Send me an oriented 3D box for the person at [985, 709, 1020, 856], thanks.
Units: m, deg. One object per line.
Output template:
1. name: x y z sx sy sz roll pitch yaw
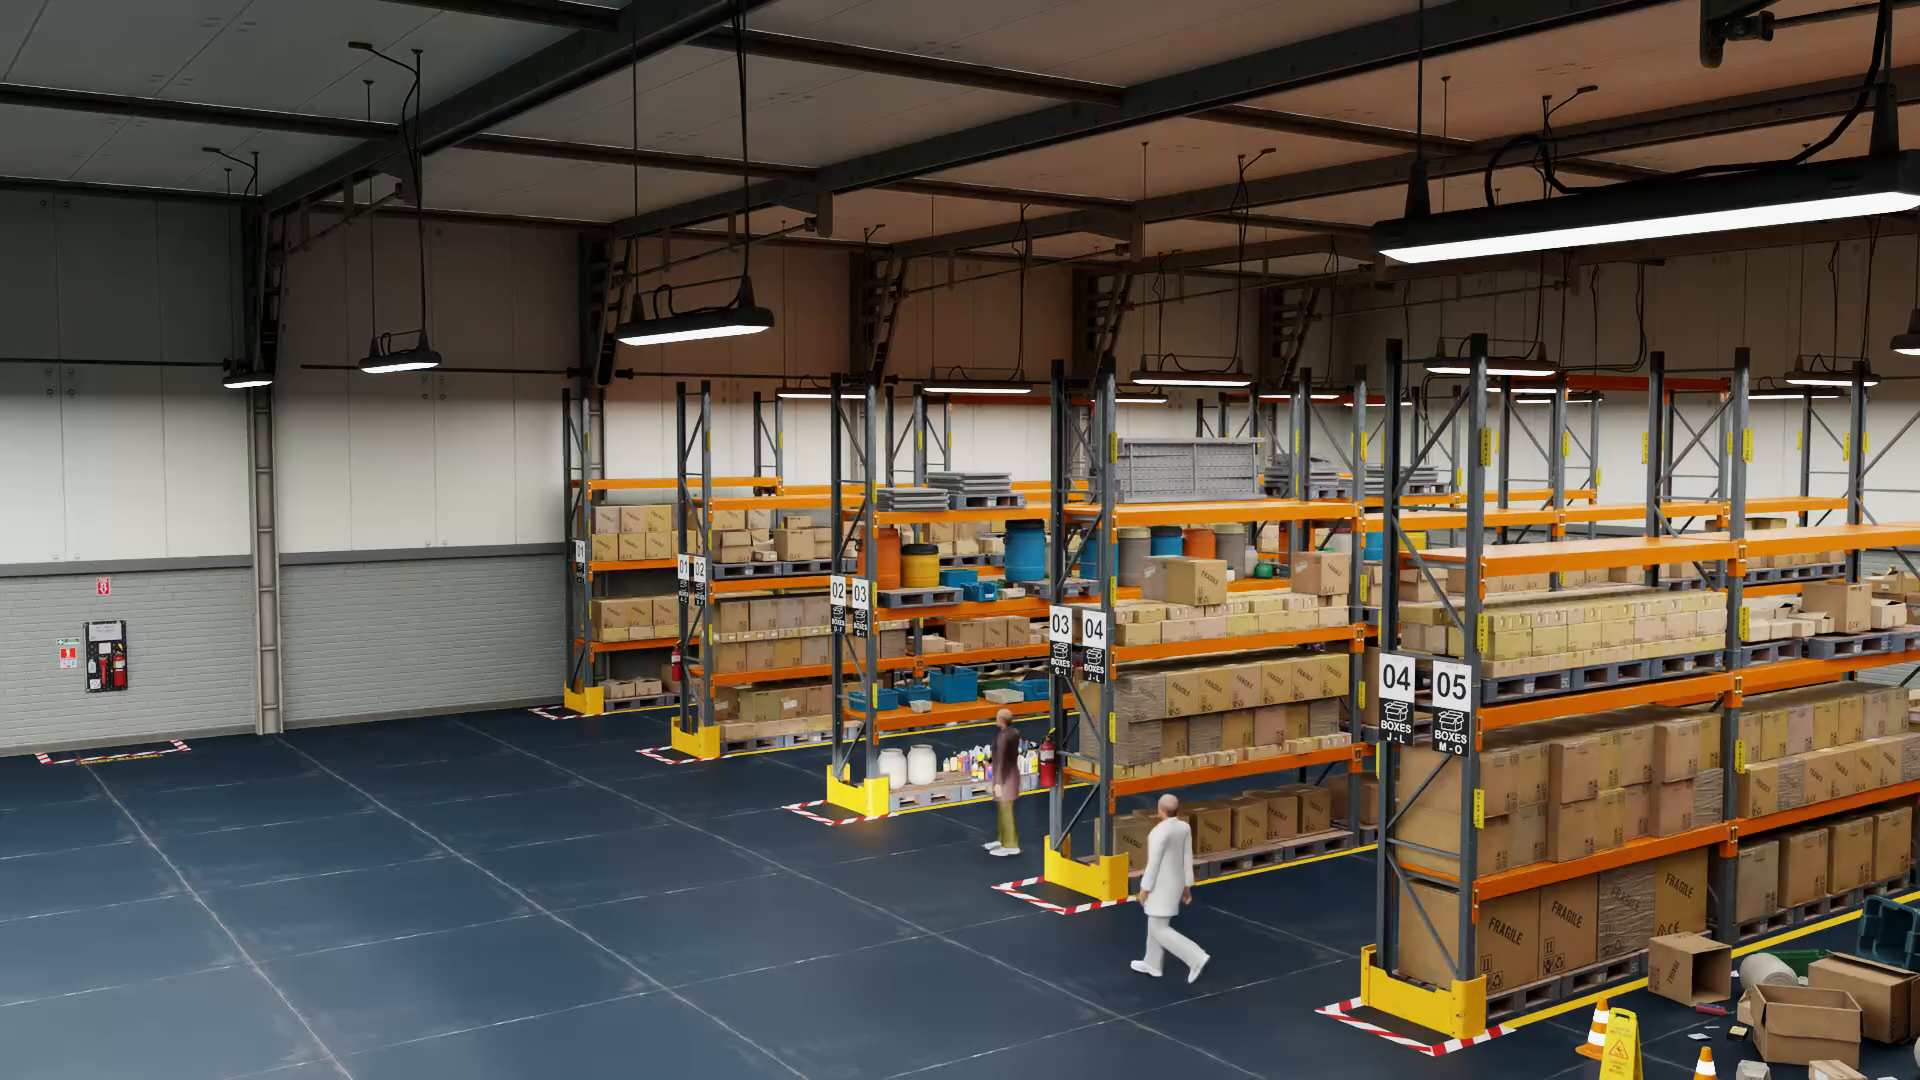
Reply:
1. person: 0.507 2.955 20.404 0.496 1.796 0.595 1 4 17

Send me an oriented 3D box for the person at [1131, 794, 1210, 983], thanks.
1. person: 1.972 3.271 15.635 0.908 1.764 0.555 2 4 30
